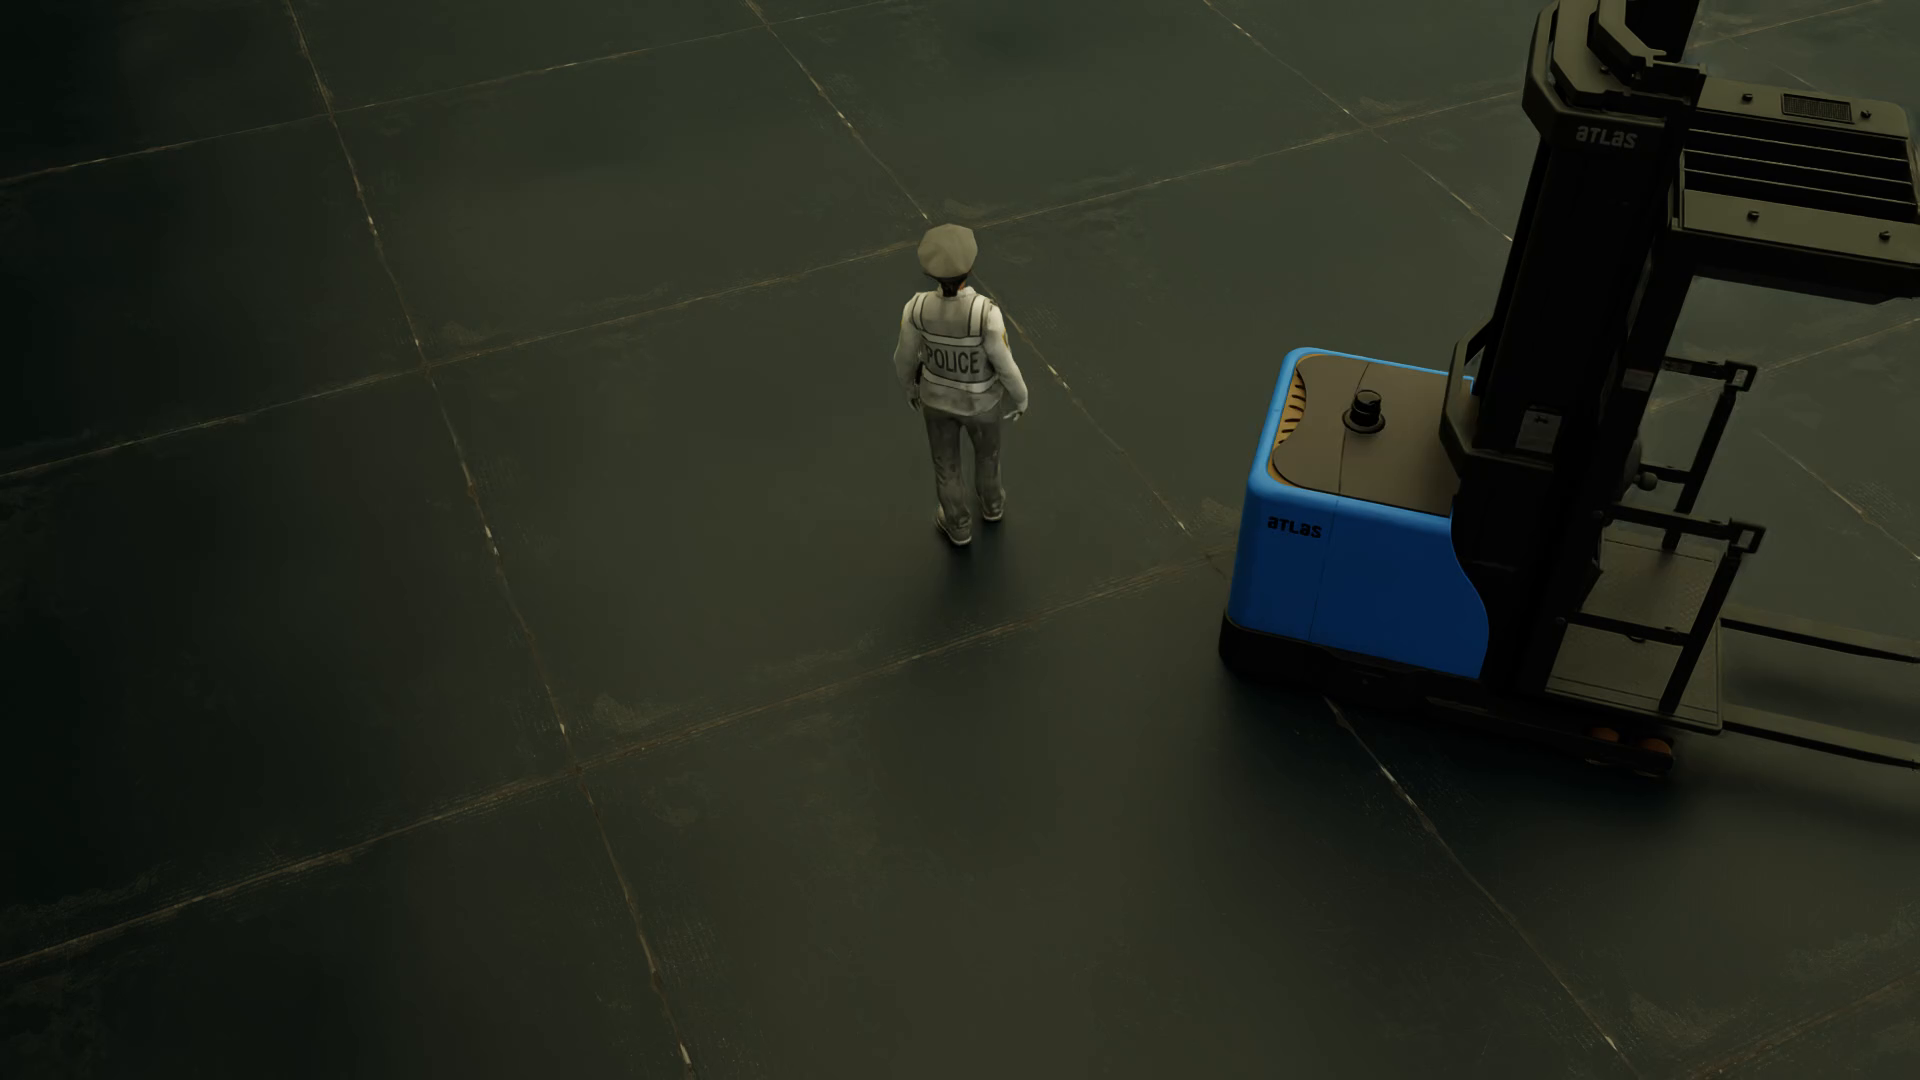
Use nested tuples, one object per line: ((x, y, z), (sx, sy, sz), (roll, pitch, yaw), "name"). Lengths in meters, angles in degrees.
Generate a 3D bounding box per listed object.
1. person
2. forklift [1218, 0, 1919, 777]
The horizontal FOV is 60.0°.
((0.039, -0.701, 7.338), (0.581, 1.691, 0.587), (12, 44, 12), "person")
((2.695, -0.514, 6.231), (3.031, 2.935, 1.130), (12, 44, 13), "forklift")
